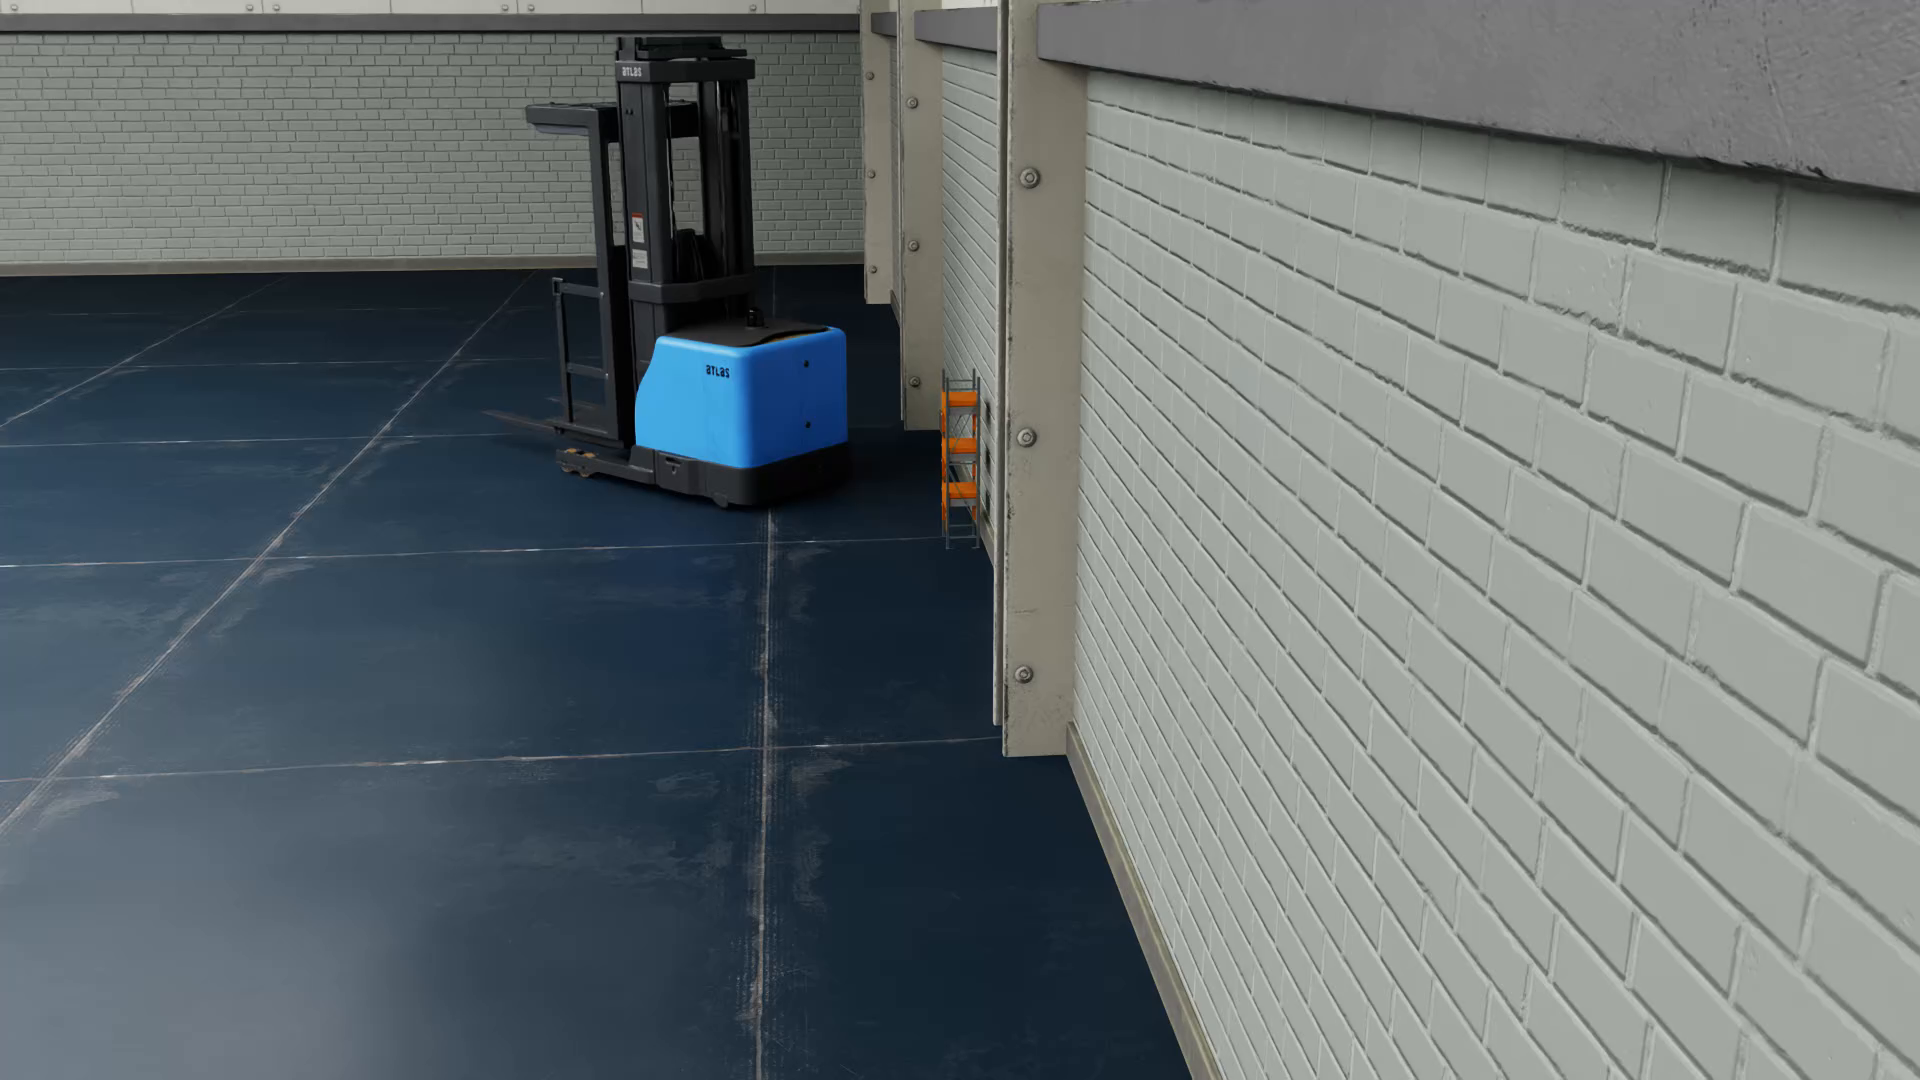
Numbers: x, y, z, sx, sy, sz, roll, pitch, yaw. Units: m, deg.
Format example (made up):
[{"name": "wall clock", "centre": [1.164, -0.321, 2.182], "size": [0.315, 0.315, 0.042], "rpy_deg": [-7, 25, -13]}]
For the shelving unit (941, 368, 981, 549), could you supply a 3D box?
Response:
[{"name": "shelving unit", "centre": [0.006, -0.485, 9.969], "size": [0.215, 1.050, 0.252], "rpy_deg": [-2, 18, -6]}]

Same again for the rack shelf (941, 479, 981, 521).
[{"name": "rack shelf", "centre": [0.006, -0.210, 10.055], "size": [0.215, 0.259, 0.240], "rpy_deg": [-2, 18, -6]}]

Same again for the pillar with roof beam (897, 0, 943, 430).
[{"name": "pillar with roof beam", "centre": [-4.577, -5.074, 11.315], "size": [9.100, 9.000, 0.400], "rpy_deg": [-2, 18, -6]}]

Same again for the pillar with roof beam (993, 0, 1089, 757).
[{"name": "pillar with roof beam", "centre": [-3.958, -3.286, 5.621], "size": [9.100, 9.000, 0.400], "rpy_deg": [-2, 18, -6]}]

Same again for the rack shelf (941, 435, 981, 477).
[{"name": "rack shelf", "centre": [0.006, -0.475, 9.972], "size": [0.215, 0.259, 0.240], "rpy_deg": [-2, 18, -6]}]

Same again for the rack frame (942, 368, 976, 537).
[{"name": "rack frame", "centre": [-0.007, -0.521, 10.085], "size": [0.200, 1.050, 0.008], "rpy_deg": [-2, 18, -6]}]

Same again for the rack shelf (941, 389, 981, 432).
[{"name": "rack shelf", "centre": [0.006, -0.746, 9.887], "size": [0.215, 0.259, 0.240], "rpy_deg": [-2, 18, -6]}]

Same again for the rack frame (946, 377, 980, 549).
[{"name": "rack frame", "centre": [0.018, -0.449, 9.853], "size": [0.200, 1.050, 0.008], "rpy_deg": [-2, 18, -6]}]

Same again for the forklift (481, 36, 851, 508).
[{"name": "forklift", "centre": [-2.212, -1.945, 11.480], "size": [3.031, 2.935, 1.130], "rpy_deg": [13, 22, 37]}]

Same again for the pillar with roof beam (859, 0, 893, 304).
[{"name": "pillar with roof beam", "centre": [-5.196, -6.861, 17.009], "size": [9.100, 9.000, 0.400], "rpy_deg": [-2, 18, -6]}]
